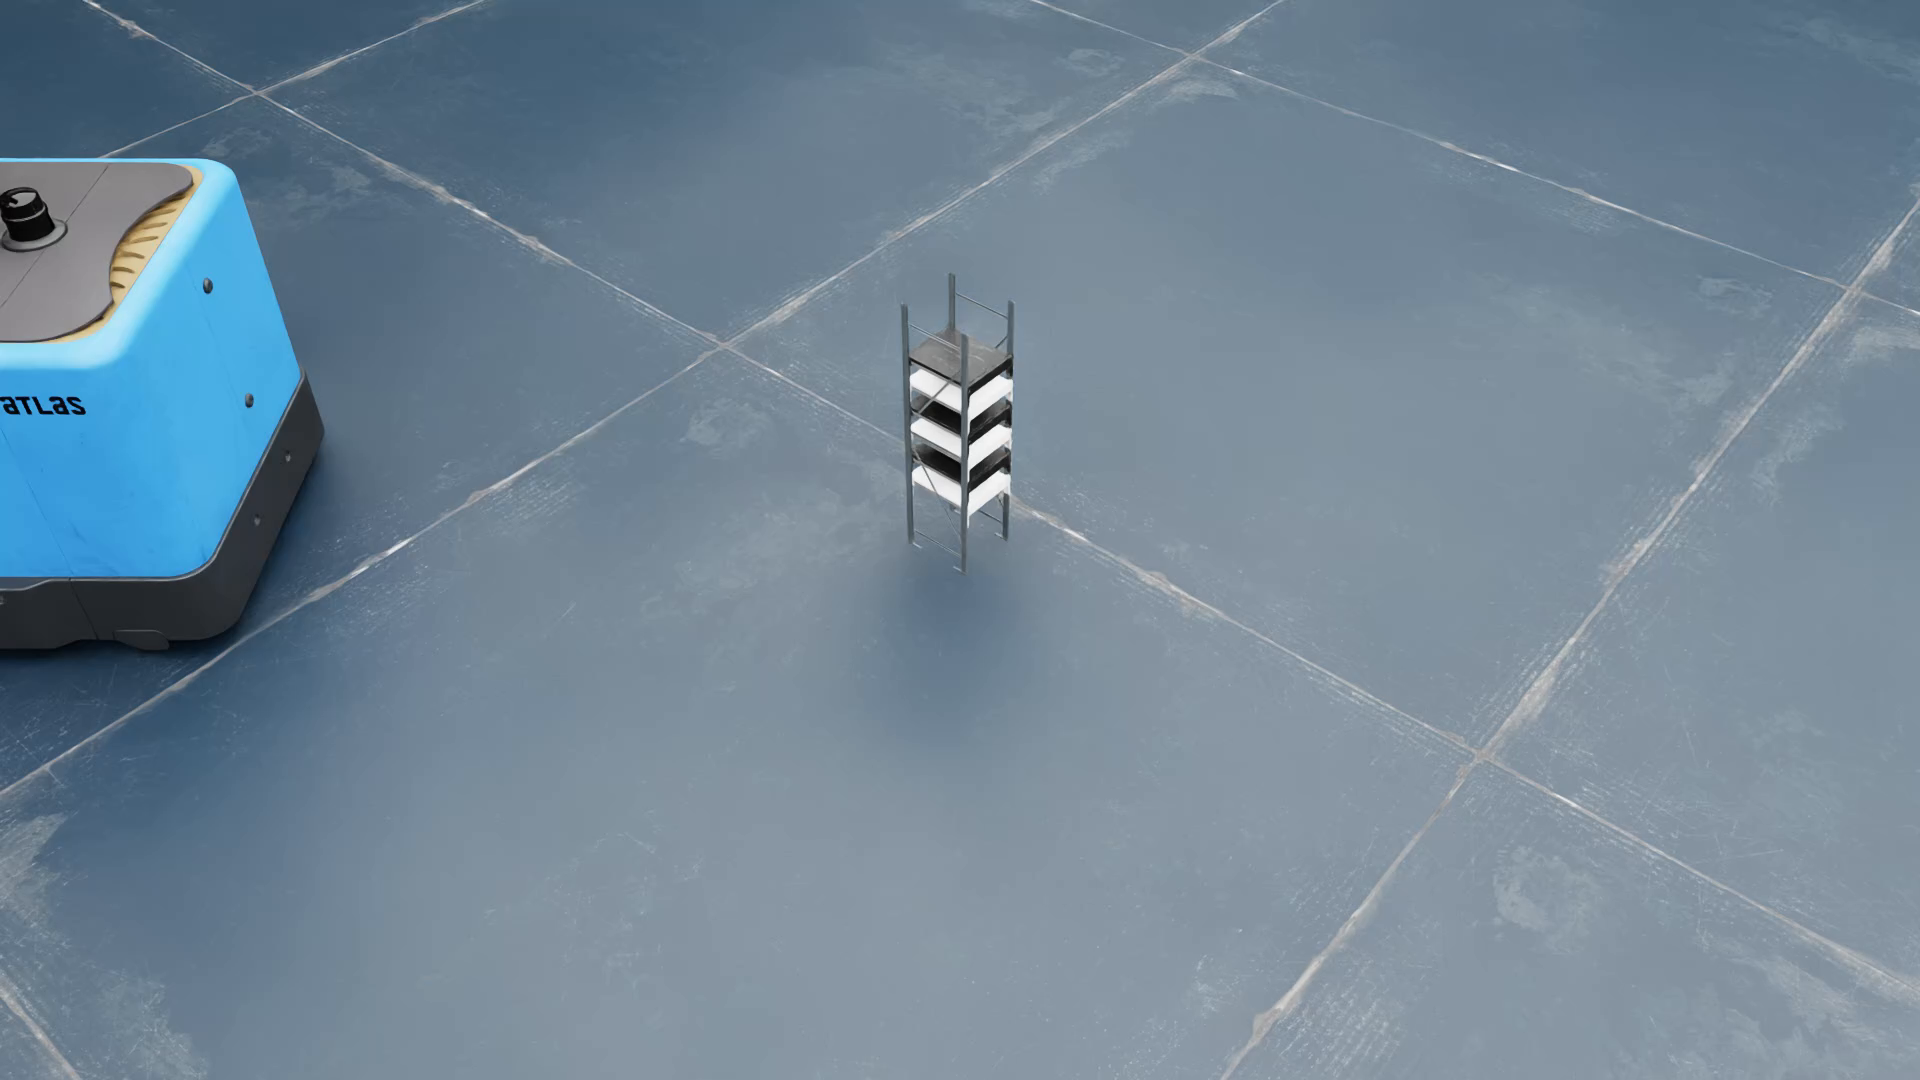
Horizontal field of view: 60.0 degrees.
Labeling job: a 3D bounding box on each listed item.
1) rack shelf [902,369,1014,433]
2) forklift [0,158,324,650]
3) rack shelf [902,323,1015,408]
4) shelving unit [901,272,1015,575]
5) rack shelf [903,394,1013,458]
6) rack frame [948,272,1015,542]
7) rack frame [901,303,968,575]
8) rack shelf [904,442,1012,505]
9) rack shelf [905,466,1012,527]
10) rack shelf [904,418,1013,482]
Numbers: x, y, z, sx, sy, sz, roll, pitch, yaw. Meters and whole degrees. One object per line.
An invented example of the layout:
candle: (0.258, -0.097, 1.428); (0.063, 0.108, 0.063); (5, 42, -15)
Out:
rack shelf: (-0.005, -0.437, 4.844); (0.258, 0.077, 0.200); (29, 50, 28)
forklift: (-3.630, -1.098, 4.279); (3.031, 2.935, 1.130); (0, 42, 0)
rack shelf: (-0.005, -0.504, 4.783); (0.258, 0.077, 0.200); (29, 50, 28)
shelving unit: (-0.005, -0.329, 4.943); (0.258, 0.900, 0.210); (29, 50, 28)
rack shelf: (-0.005, -0.371, 4.905); (0.258, 0.077, 0.200); (29, 50, 28)
rack frame: (0.060, -0.381, 5.000); (0.240, 0.900, 0.006); (29, 50, 28)
rack frame: (-0.071, -0.276, 4.885); (0.240, 0.900, 0.006); (29, 50, 28)
rack shelf: (-0.005, -0.238, 5.026); (0.258, 0.077, 0.200); (29, 50, 28)
rack shelf: (-0.005, -0.171, 5.086); (0.258, 0.077, 0.200); (29, 50, 28)
rack shelf: (-0.005, -0.304, 4.965); (0.258, 0.077, 0.200); (29, 50, 28)
